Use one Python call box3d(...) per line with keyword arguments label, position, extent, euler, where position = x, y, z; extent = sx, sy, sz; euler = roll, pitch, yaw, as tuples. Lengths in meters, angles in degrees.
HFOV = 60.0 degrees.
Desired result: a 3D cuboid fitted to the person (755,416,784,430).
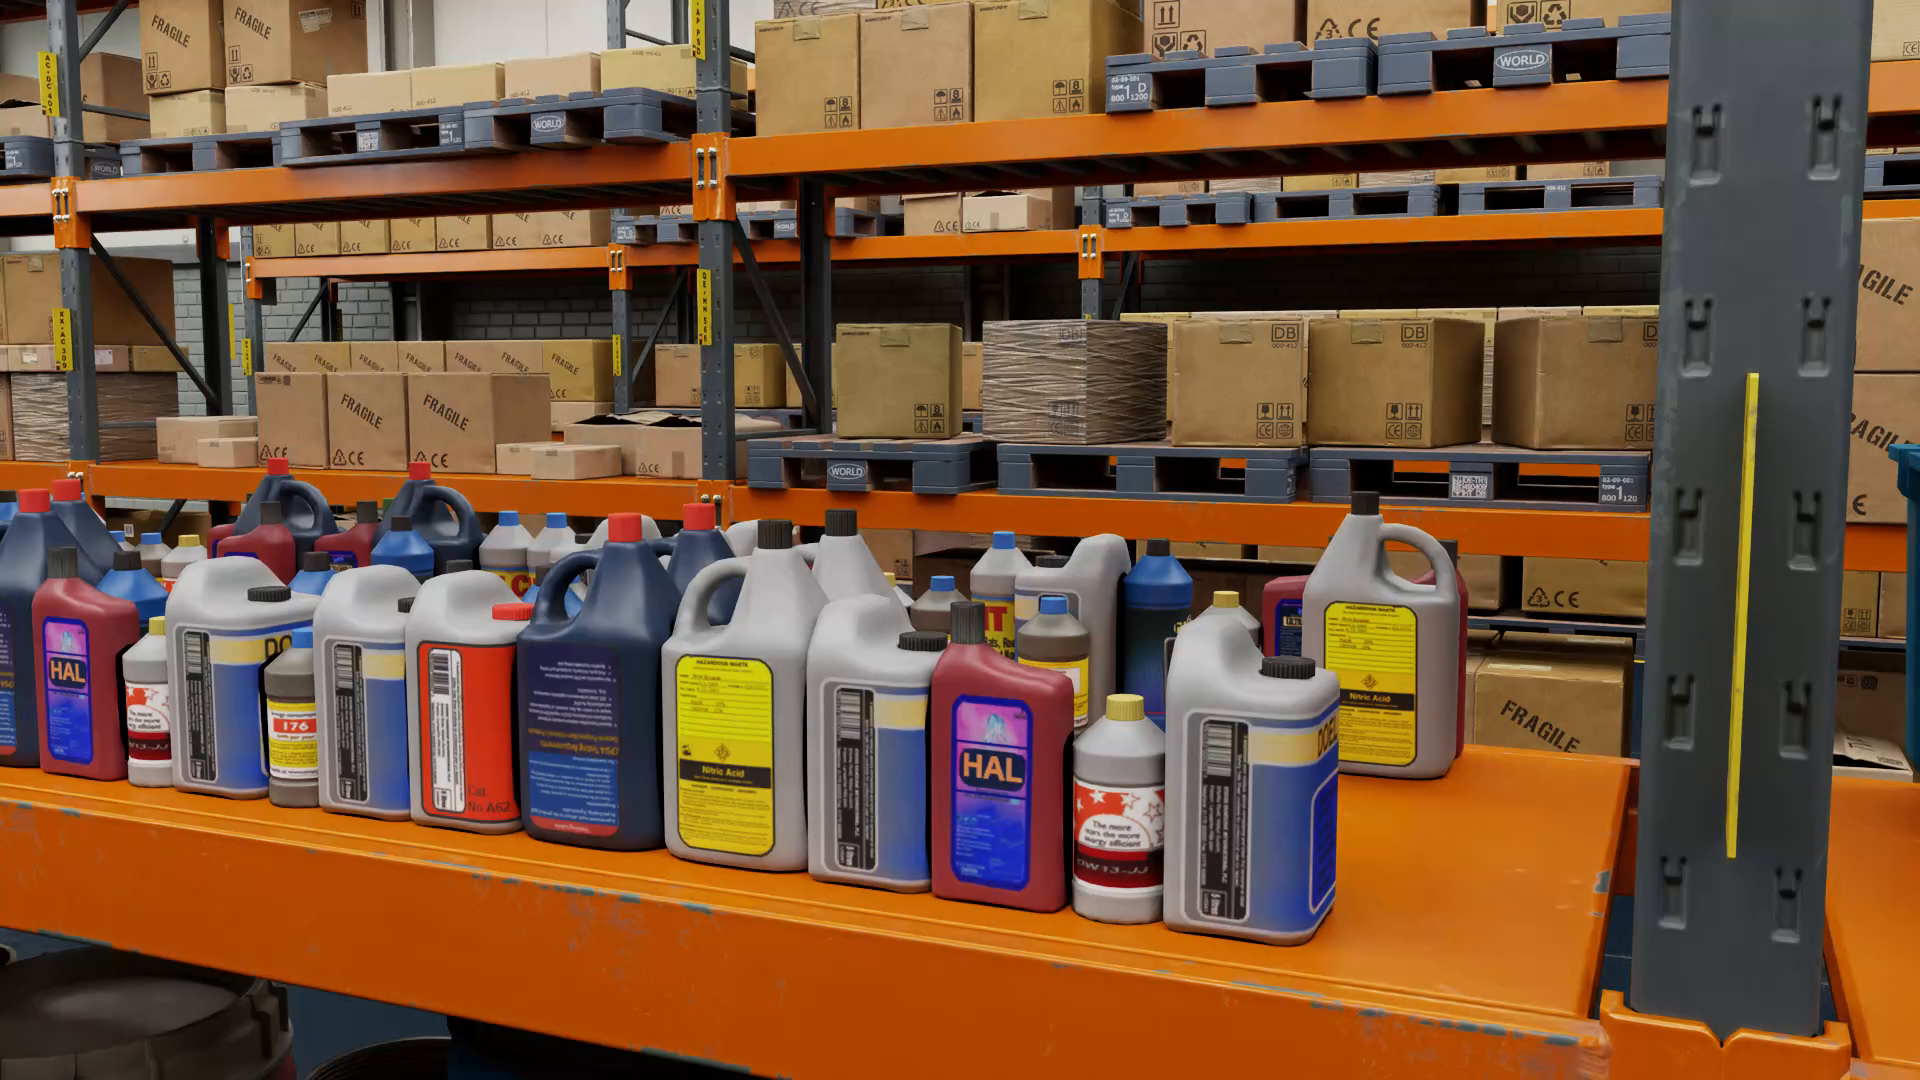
box3d(label="person", position=(-1.223, 0.048, 9.709), extent=(0.958, 1.521, 0.435), euler=(-2, 6, -16))
